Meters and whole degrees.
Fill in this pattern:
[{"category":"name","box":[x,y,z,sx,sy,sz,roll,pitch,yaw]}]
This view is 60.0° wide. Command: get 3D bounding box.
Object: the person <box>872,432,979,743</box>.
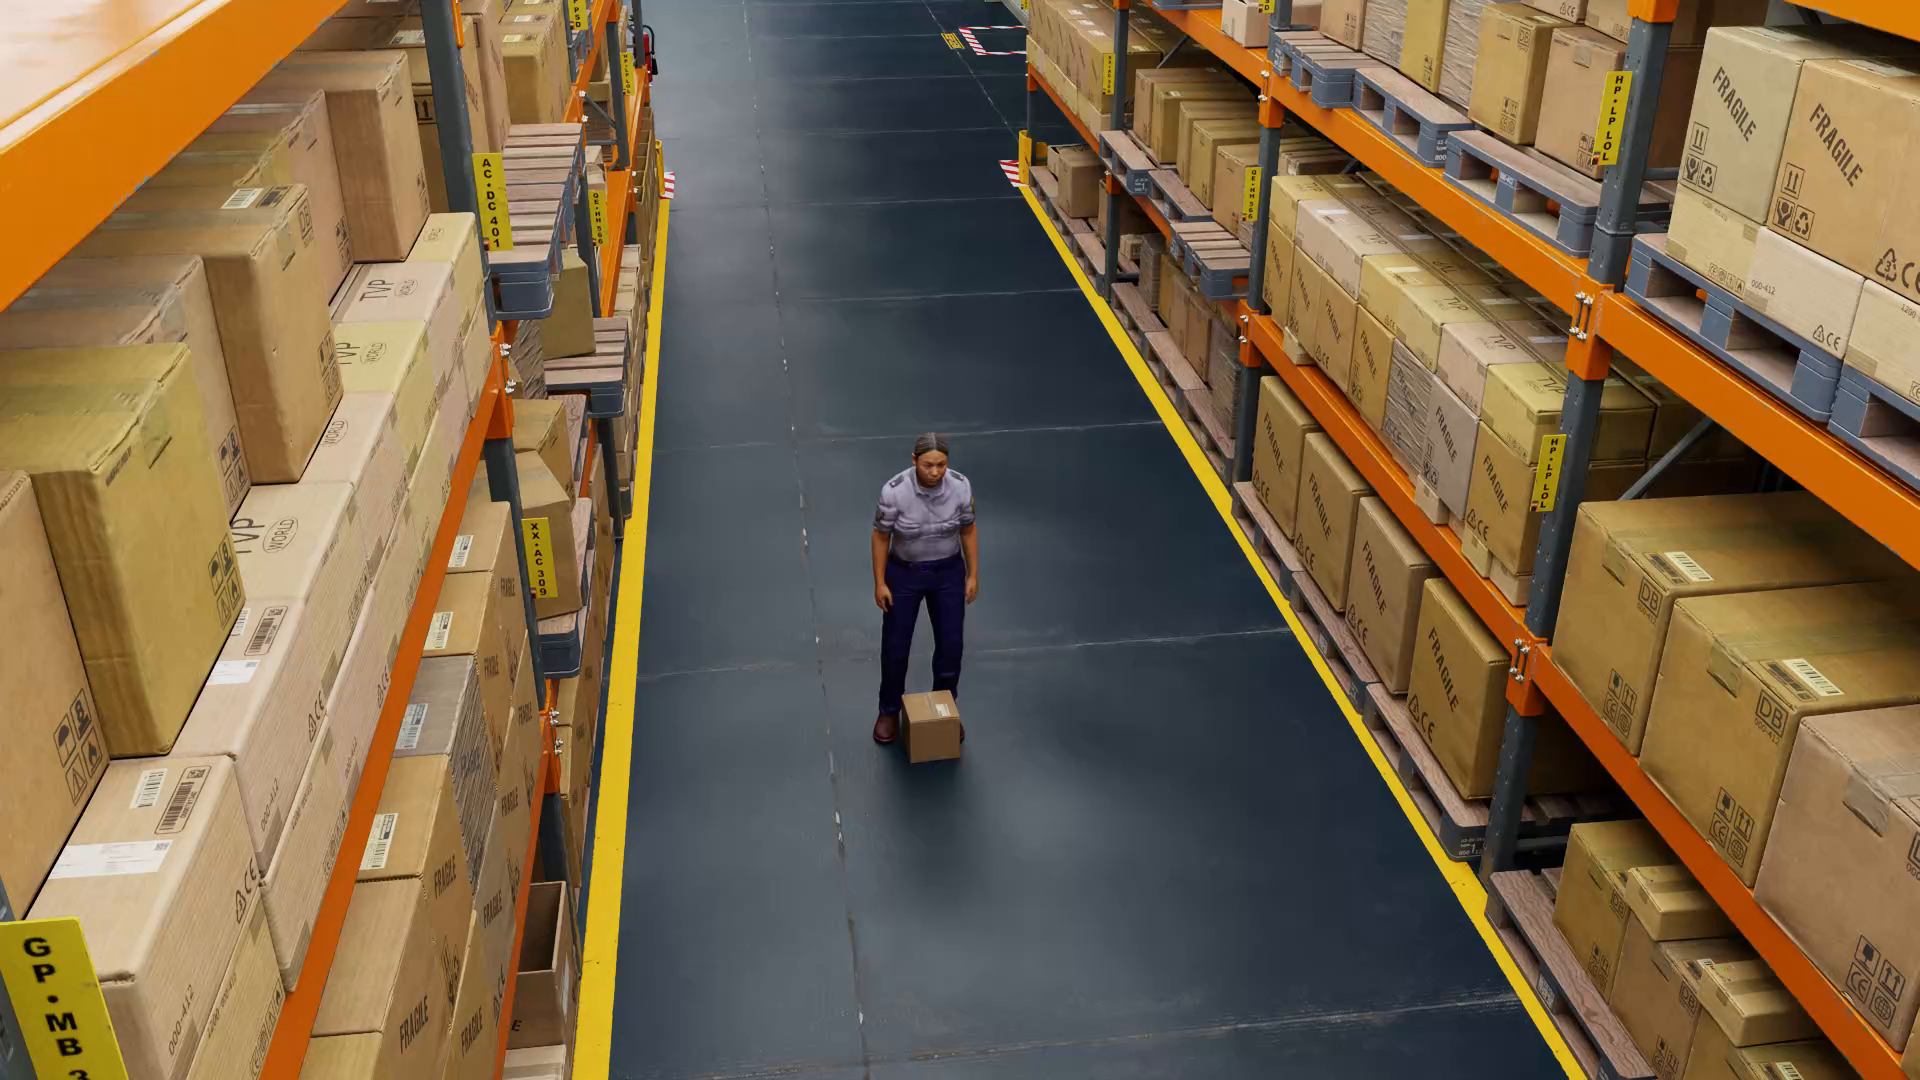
[{"category":"person","box":[-0.178,0.225,8.207,0.564,1.637,0.422,-5,28,-10]}]
